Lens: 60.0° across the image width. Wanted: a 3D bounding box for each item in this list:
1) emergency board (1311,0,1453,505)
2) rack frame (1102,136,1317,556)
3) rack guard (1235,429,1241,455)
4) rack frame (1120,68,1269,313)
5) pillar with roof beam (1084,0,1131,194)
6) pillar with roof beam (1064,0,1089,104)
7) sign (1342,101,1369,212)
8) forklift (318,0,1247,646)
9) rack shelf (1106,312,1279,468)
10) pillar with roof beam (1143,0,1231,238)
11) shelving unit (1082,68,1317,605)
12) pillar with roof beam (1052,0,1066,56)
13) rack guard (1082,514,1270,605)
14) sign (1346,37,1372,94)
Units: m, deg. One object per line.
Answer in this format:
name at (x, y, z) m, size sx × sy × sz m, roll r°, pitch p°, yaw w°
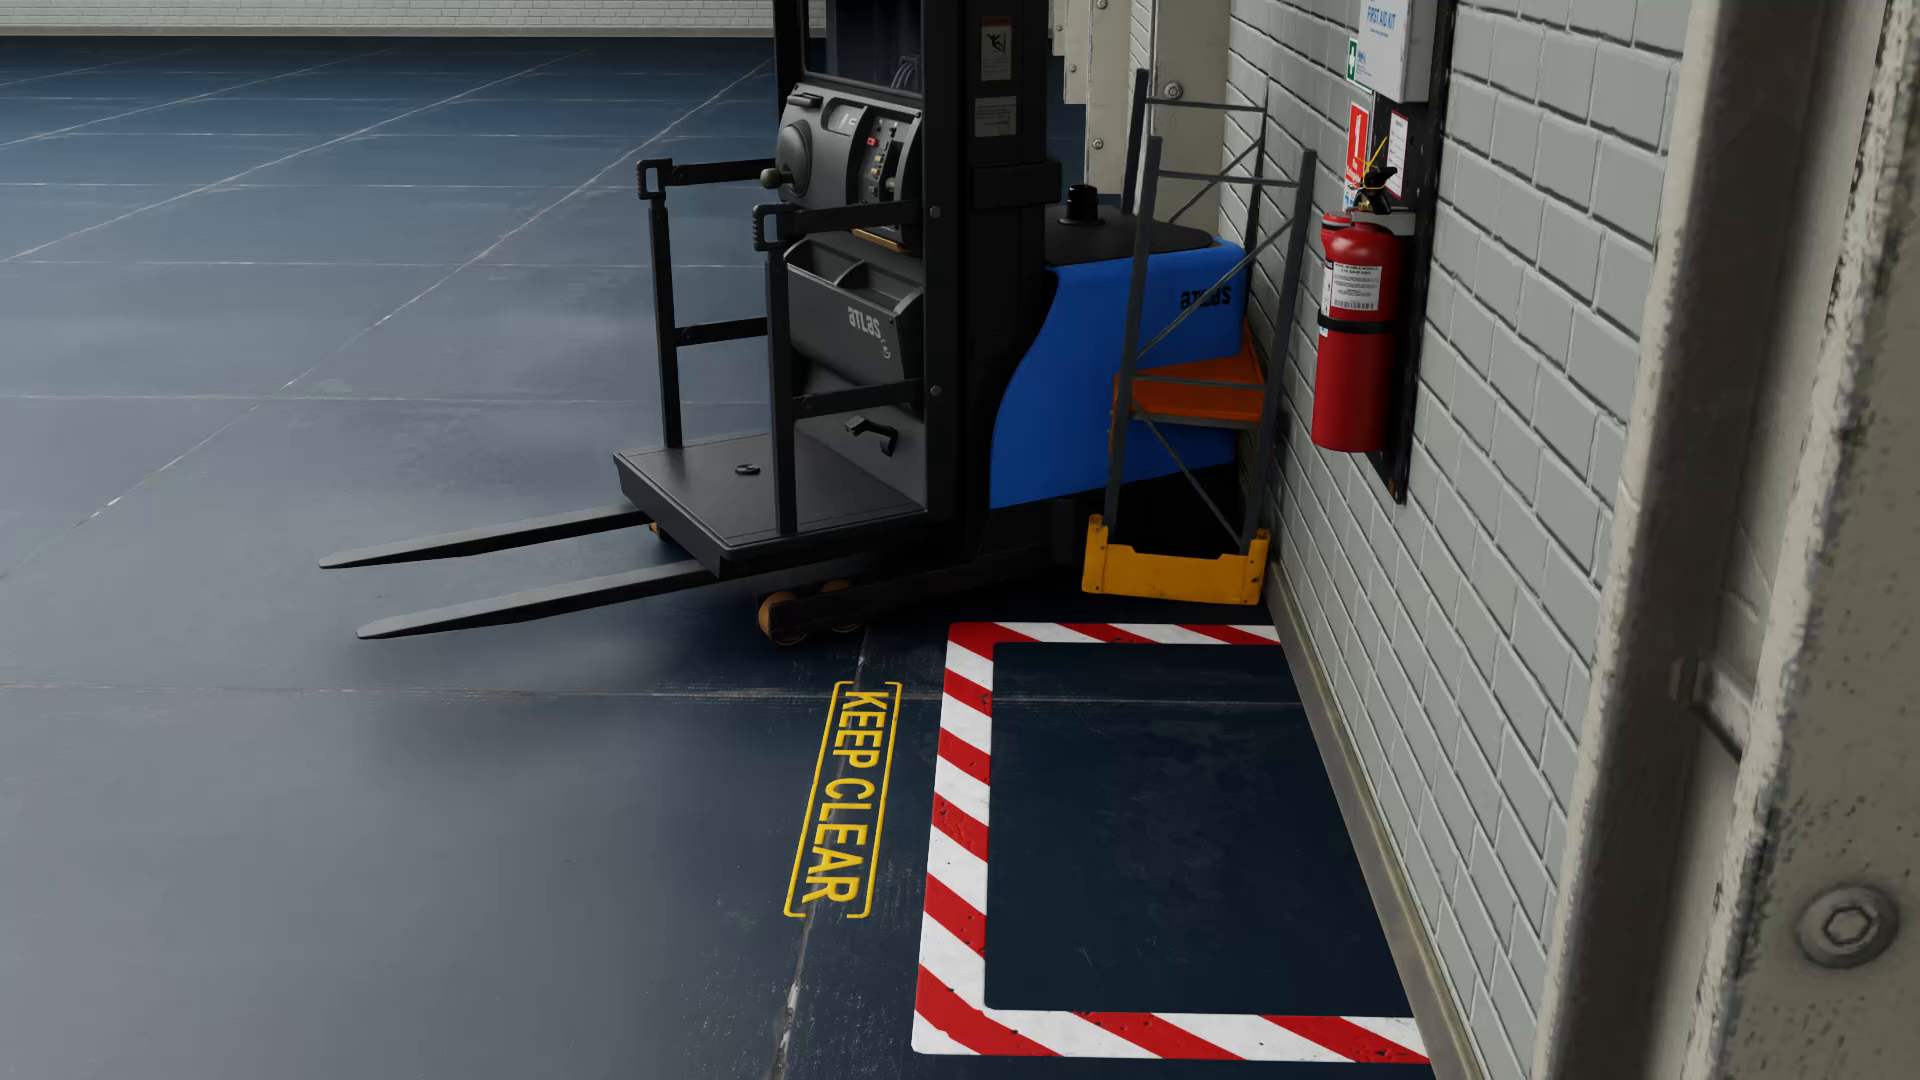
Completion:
emergency board at (0.896, -0.735, 3.776) m, size 0.194 × 1.169 × 0.643 m, roll 1°, pitch 21°, yaw 2°
rack frame at (0.747, -0.488, 5.187) m, size 0.500 × 1.500 × 0.032 m, roll 5°, pitch 27°, yaw 2°
rack guard at (0.768, -0.378, 6.359) m, size 0.587 × 0.250 × 0.087 m, roll 5°, pitch 27°, yaw 2°
rack frame at (0.811, -0.942, 6.094) m, size 0.500 × 1.500 × 0.032 m, roll 5°, pitch 27°, yaw 2°
pillar with roof beam at (-3.155, -7.025, 11.694) m, size 9.100 × 9.000 × 0.400 m, roll 1°, pitch 21°, yaw 2°
pillar with roof beam at (-2.973, -9.194, 17.285) m, size 9.100 × 9.000 × 0.400 m, roll 1°, pitch 21°, yaw 2°
sign at (1.016, -0.950, 4.282) m, size 0.001 × 0.329 × 0.234 m, roll 1°, pitch 21°, yaw 2°
forklift at (-0.543, -1.256, 5.213) m, size 3.031 × 2.935 × 1.130 m, roll -12°, pitch 24°, yaw -27°
rack shelf at (0.767, -0.555, 5.722) m, size 0.538 × 0.185 × 1.000 m, roll 5°, pitch 27°, yaw 2°
pillar with roof beam at (-3.338, -4.855, 6.102) m, size 9.100 × 9.000 × 0.400 m, roll 1°, pitch 21°, yaw 2°
shelving unit at (0.779, -0.711, 5.632) m, size 0.587 × 1.500 × 1.083 m, roll 5°, pitch 27°, yaw 2°
pillar with roof beam at (-2.790, -11.364, 22.876) m, size 9.100 × 9.000 × 0.400 m, roll 1°, pitch 21°, yaw 2°
rack guard at (0.705, 0.068, 5.470) m, size 0.587 × 0.250 × 0.087 m, roll 5°, pitch 27°, yaw 2°
sign at (1.007, -1.196, 4.182) m, size 0.001 × 0.109 × 0.331 m, roll 1°, pitch 21°, yaw 2°
